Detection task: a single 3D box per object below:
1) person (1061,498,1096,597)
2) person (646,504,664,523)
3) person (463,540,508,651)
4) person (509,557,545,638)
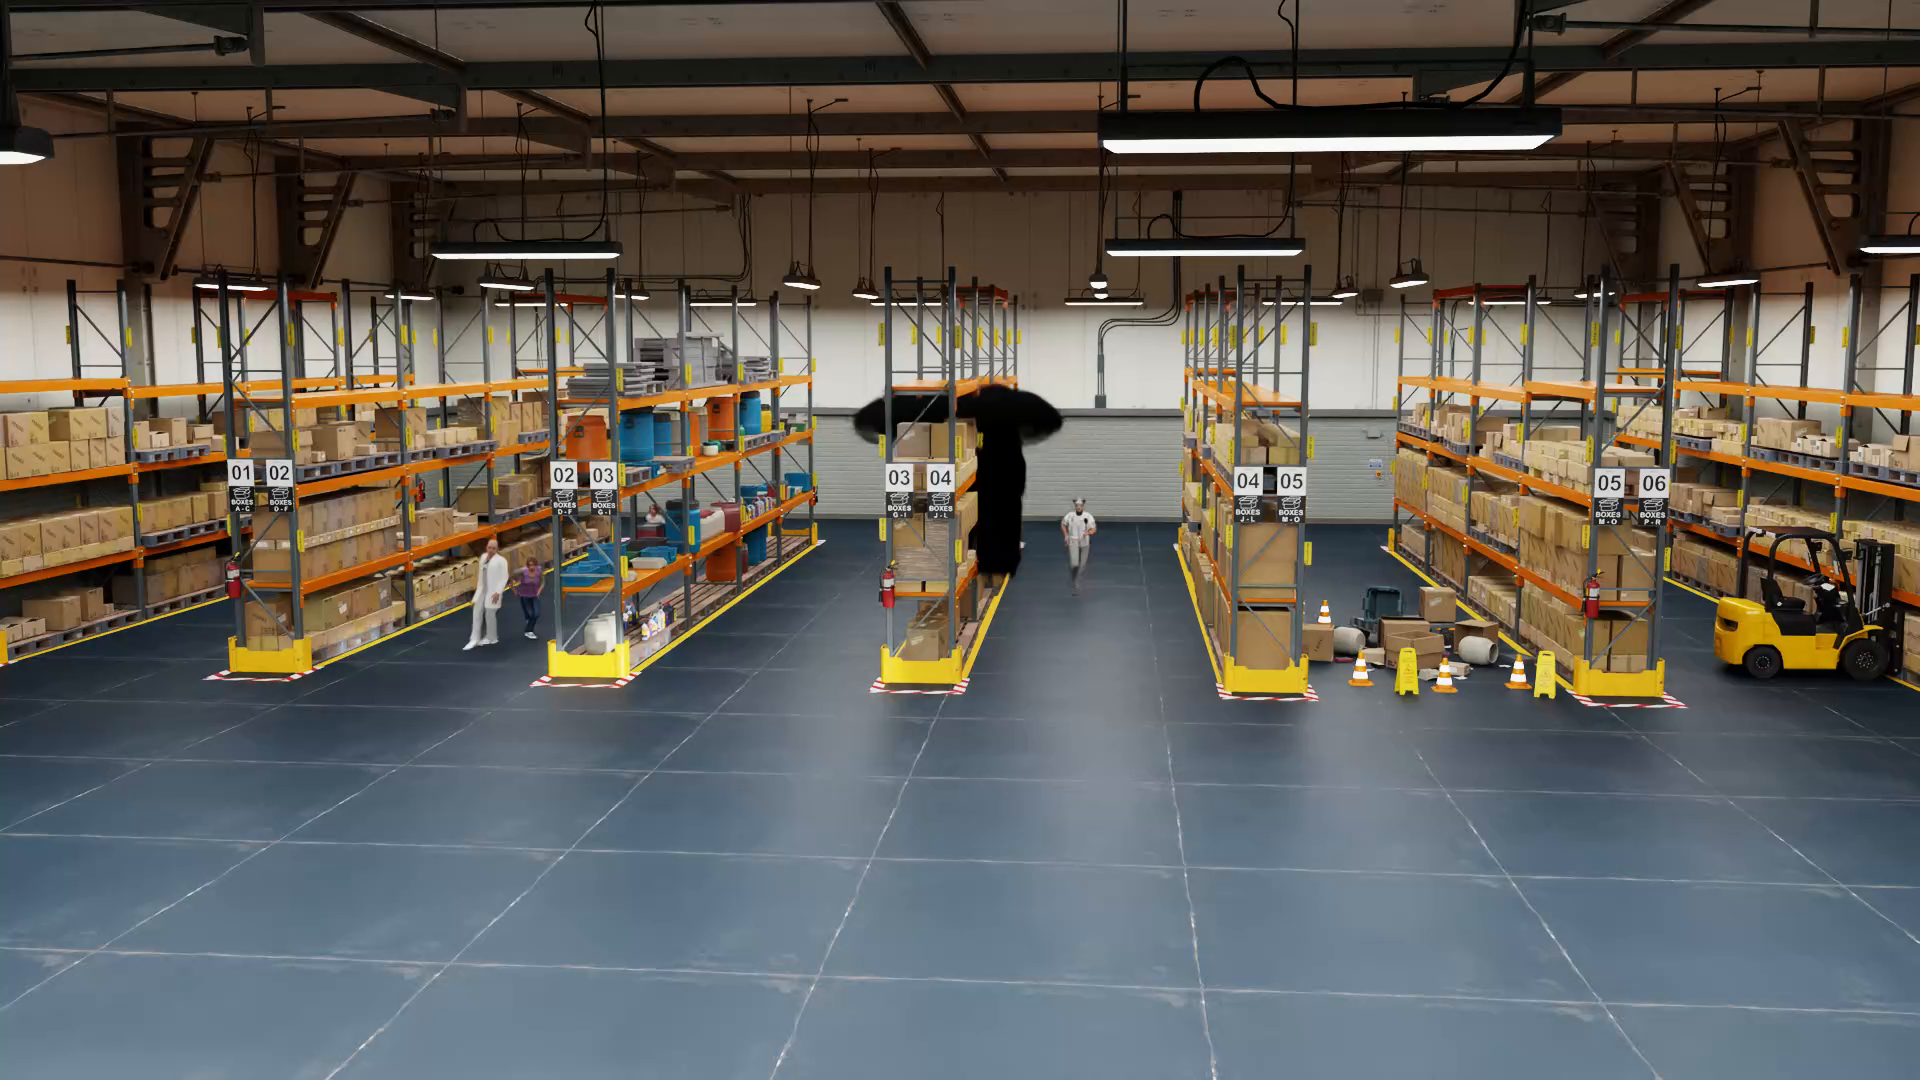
[{"bbox_3d":[2.206,0.132,30.749,0.632,1.842,0.686,0,7,-2],"label":"person"},{"bbox_3d":[-6.332,0.086,34.516,0.456,1.505,0.788,1,7,5],"label":"person"},{"bbox_3d":[-7.634,0.874,26.877,0.676,1.771,0.692,2,7,18],"label":"person"},{"bbox_3d":[-7.196,0.962,27.660,0.564,1.409,0.761,-3,8,-22],"label":"person"}]
